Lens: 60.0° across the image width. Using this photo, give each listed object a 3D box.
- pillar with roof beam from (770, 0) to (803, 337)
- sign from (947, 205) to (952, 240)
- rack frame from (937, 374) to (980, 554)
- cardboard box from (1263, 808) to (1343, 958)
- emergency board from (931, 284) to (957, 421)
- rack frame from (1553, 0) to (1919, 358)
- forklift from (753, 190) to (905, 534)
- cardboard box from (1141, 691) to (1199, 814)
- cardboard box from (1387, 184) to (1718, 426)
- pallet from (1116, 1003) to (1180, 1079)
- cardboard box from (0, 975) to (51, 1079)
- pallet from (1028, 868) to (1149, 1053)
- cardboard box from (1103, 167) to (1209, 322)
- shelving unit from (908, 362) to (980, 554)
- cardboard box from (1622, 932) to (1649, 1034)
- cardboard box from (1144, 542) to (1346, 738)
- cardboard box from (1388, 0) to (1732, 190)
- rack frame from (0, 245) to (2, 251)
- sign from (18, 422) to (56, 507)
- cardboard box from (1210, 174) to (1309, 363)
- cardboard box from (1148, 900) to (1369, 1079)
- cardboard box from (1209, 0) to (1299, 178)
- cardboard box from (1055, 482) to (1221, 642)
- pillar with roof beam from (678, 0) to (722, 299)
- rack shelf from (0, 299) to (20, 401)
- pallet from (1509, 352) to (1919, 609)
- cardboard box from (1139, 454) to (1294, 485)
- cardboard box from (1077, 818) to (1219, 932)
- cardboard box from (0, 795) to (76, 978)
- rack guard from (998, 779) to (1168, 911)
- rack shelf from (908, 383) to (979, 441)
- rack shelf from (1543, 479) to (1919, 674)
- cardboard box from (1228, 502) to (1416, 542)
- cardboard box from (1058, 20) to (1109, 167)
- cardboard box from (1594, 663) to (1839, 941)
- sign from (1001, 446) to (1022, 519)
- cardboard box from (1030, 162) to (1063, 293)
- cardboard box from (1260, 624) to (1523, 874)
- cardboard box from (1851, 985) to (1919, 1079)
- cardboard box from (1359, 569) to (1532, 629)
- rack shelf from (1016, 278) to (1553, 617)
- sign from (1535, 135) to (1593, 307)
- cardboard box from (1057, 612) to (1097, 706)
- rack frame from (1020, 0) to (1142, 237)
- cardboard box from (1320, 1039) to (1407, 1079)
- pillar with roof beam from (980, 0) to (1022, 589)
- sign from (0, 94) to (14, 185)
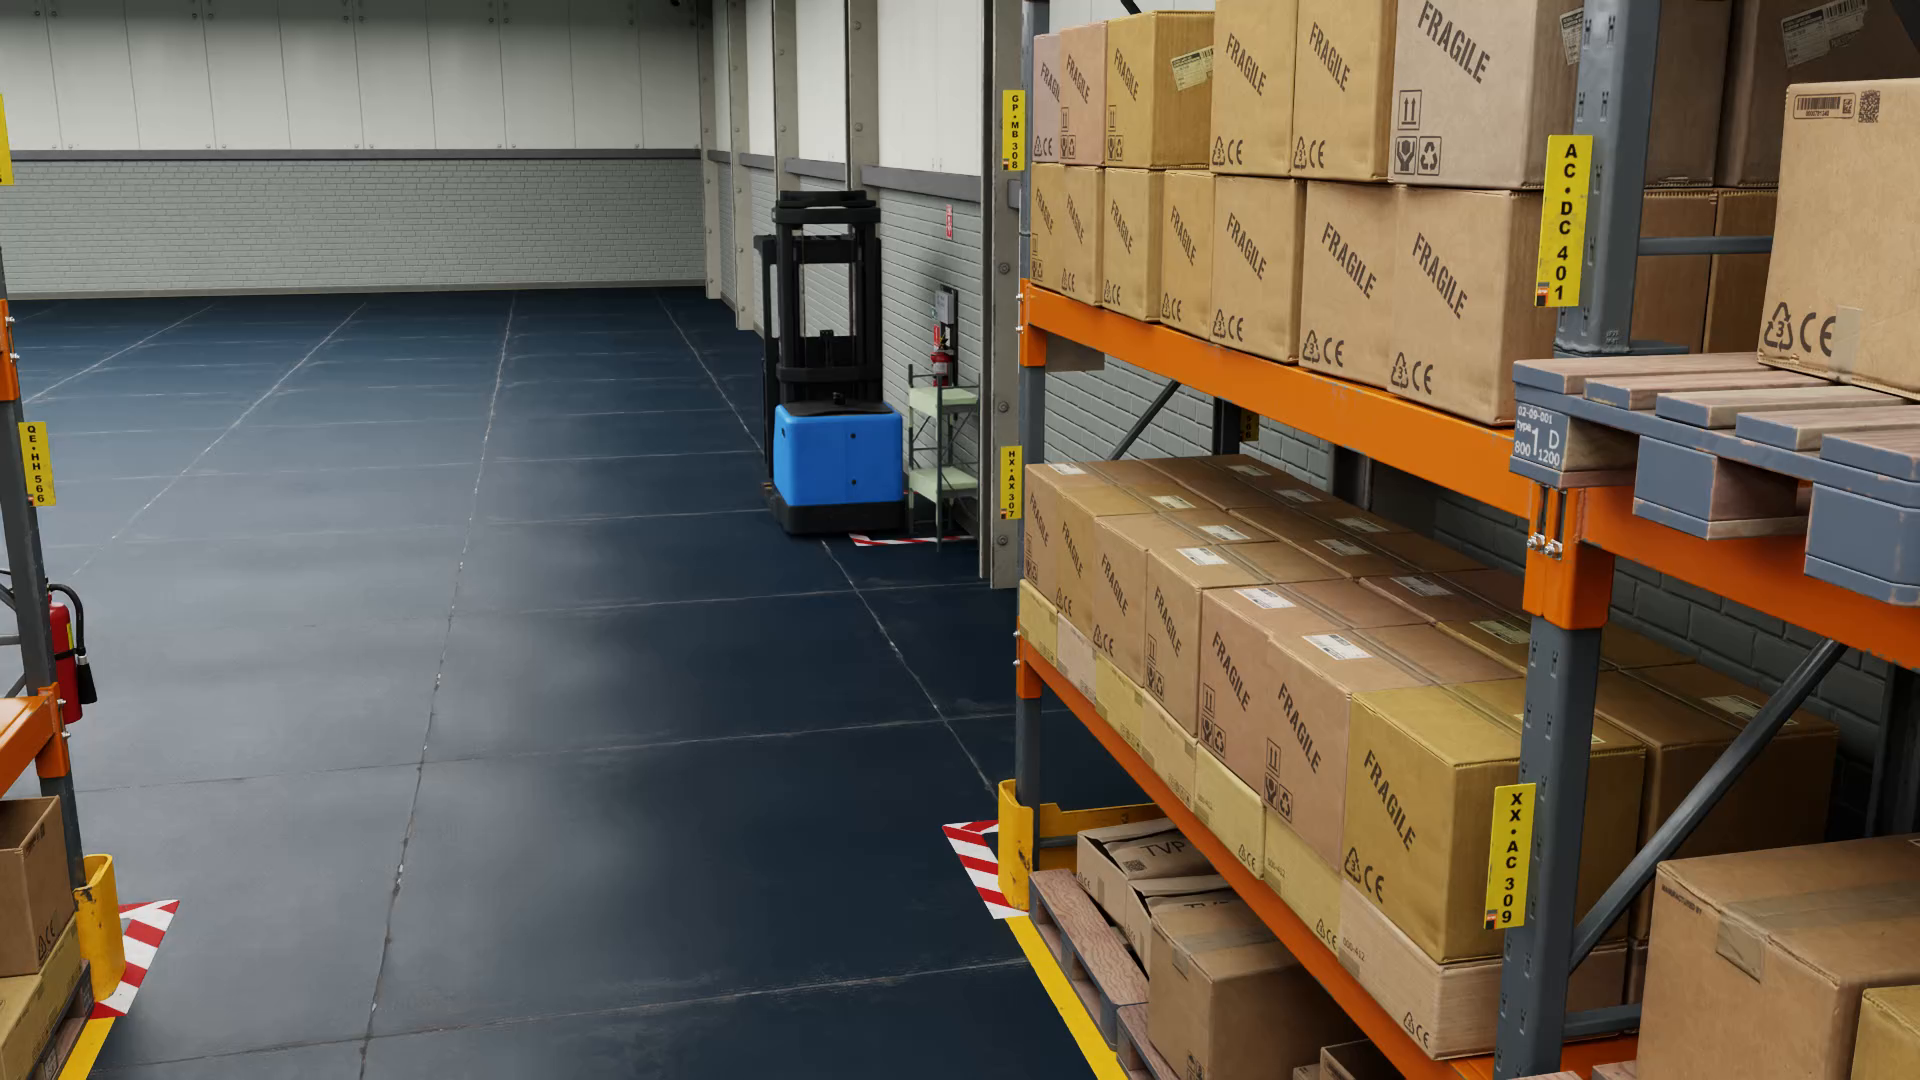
[{"bbox_3d":[-6.651,-6.575,22.379,9.100,9.000,0.400,-3,14,-13],"label":"pillar with roof beam"},{"bbox_3d":[-0.096,-2.838,14.839,0.001,0.298,0.199,-3,14,-13],"label":"sign"},{"bbox_3d":[0.002,-0.629,13.840,0.400,1.500,0.023,-5,15,-20],"label":"rack frame"},{"bbox_3d":[1.181,0.917,4.629,0.500,0.250,0.500,-3,14,-13],"label":"cardboard box"},{"bbox_3d":[-0.191,-1.705,15.084,0.194,1.169,0.643,-3,14,-13],"label":"emergency board"},{"bbox_3d":[1.696,-1.853,3.051,1.000,3.000,0.127,-3,14,-13],"label":"rack frame"},{"bbox_3d":[-1.312,-1.782,15.545,1.130,2.935,3.031,-3,14,-13],"label":"forklift"},{"bbox_3d":[0.928,0.686,5.575,0.500,0.250,0.500,-3,14,-13],"label":"cardboard box"},{"bbox_3d":[1.336,-0.557,3.815,0.500,0.500,0.500,-3,14,-12],"label":"cardboard box"},{"bbox_3d":[1.213,1.981,5.874,1.003,0.211,1.213,-3,14,-13],"label":"pallet"},{"bbox_3d":[-3.516,1.769,5.774,0.500,0.250,0.500,-3,14,-13],"label":"cardboard box"},{"bbox_3d":[0.930,1.700,7.024,1.003,0.211,1.213,-3,14,-13],"label":"pallet"},{"bbox_3d":[0.809,-1.040,5.792,0.500,0.500,0.500,-3,14,-11],"label":"cardboard box"},{"bbox_3d":[-0.126,-0.711,14.173,0.431,1.500,0.755,-5,15,-20],"label":"shelving unit"},{"bbox_3d":[1.794,1.004,4.271,0.500,0.250,0.500,-3,14,-13],"label":"cardboard box"},{"bbox_3d":[0.931,0.317,5.504,0.500,0.500,0.500,-3,14,-11],"label":"cardboard box"},{"bbox_3d":[1.314,-1.040,3.685,0.500,0.500,0.500,-5,14,-18],"label":"cardboard box"},{"bbox_3d":[-4.058,-2.499,5.694,1.000,3.000,0.127,-3,14,-13],"label":"rack frame"},{"bbox_3d":[-3.527,-0.289,6.351,0.100,0.325,0.005,-3,14,-13],"label":"sign"},{"bbox_3d":[1.063,-0.800,4.808,0.500,0.500,0.500,-4,14,-15],"label":"cardboard box"},{"bbox_3d":[1.089,1.607,5.868,0.700,0.500,0.500,-4,14,-17],"label":"cardboard box"},{"bbox_3d":[1.043,-1.286,4.691,0.500,0.500,0.500,-4,14,-15],"label":"cardboard box"},{"bbox_3d":[0.683,0.079,6.478,0.500,0.500,0.500,-3,14,-13],"label":"cardboard box"},{"bbox_3d":[-9.469,-9.343,33.710,9.100,9.000,0.548,-3,14,-13],"label":"pillar with roof beam"},{"bbox_3d":[-3.588,-0.231,4.247,1.077,0.370,4.000,-3,14,-13],"label":"rack shelf"},{"bbox_3d":[1.737,-0.156,2.822,1.213,0.211,1.003,-3,14,-13],"label":"pallet"},{"bbox_3d":[1.073,-0.066,7.070,0.500,0.500,0.500,-3,14,-14],"label":"cardboard box"},{"bbox_3d":[0.831,1.396,7.133,0.500,0.311,0.500,-5,15,-20],"label":"cardboard box"},{"bbox_3d":[-3.643,1.290,6.155,0.500,0.500,0.500,-3,14,-13],"label":"cardboard box"},{"bbox_3d":[0.774,1.370,7.765,1.175,0.500,0.348,-3,14,-13],"label":"rack guard"},{"bbox_3d":[-0.125,-1.090,14.081,0.431,0.370,0.720,-5,15,-20],"label":"rack shelf"},{"bbox_3d":[2.165,0.415,1.604,1.077,0.370,4.000,-3,14,-13],"label":"rack shelf"},{"bbox_3d":[1.308,0.170,6.105,0.500,0.500,0.500,-4,14,-15],"label":"cardboard box"},{"bbox_3d":[0.679,-1.642,6.147,0.500,0.500,0.500,-3,14,-14],"label":"cardboard box"},{"bbox_3d":[1.788,0.640,4.181,0.500,0.500,0.500,-4,14,-14],"label":"cardboard box"},{"bbox_3d":[0.229,-0.252,7.313,0.100,0.325,0.005,-3,14,-13],"label":"sign"},{"bbox_3d":[0.592,-1.286,6.797,0.500,0.500,0.500,-3,14,-12],"label":"cardboard box"},{"bbox_3d":[1.161,0.554,4.535,0.500,0.500,0.500,-3,14,-14],"label":"cardboard box"},{"bbox_3d":[1.906,1.048,2.681,0.700,0.500,0.500,-2,14,-7],"label":"cardboard box"},{"bbox_3d":[1.559,0.405,5.142,0.500,0.500,0.500,-3,14,-12],"label":"cardboard box"},{"bbox_3d":[1.226,-0.508,5.381,1.077,0.370,4.000,-3,14,-13],"label":"rack shelf"},{"bbox_3d":[1.170,-0.615,3.214,0.100,0.325,0.005,-3,14,-13],"label":"sign"},{"bbox_3d":[0.698,0.451,6.535,0.500,0.250,0.500,-4,14,-15],"label":"cardboard box"},{"bbox_3d":[0.756,-2.776,6.828,1.000,3.000,0.127,-3,14,-13],"label":"rack frame"},{"bbox_3d":[1.413,1.825,4.978,0.500,0.500,0.500,-4,14,-17],"label":"cardboard box"},{"bbox_3d":[-3.832,-3.807,11.048,9.100,9.000,0.400,-3,14,-13],"label":"pillar with roof beam"},{"bbox_3d":[-3.527,-1.460,6.065,0.100,0.325,0.005,-3,14,-13],"label":"sign"}]
